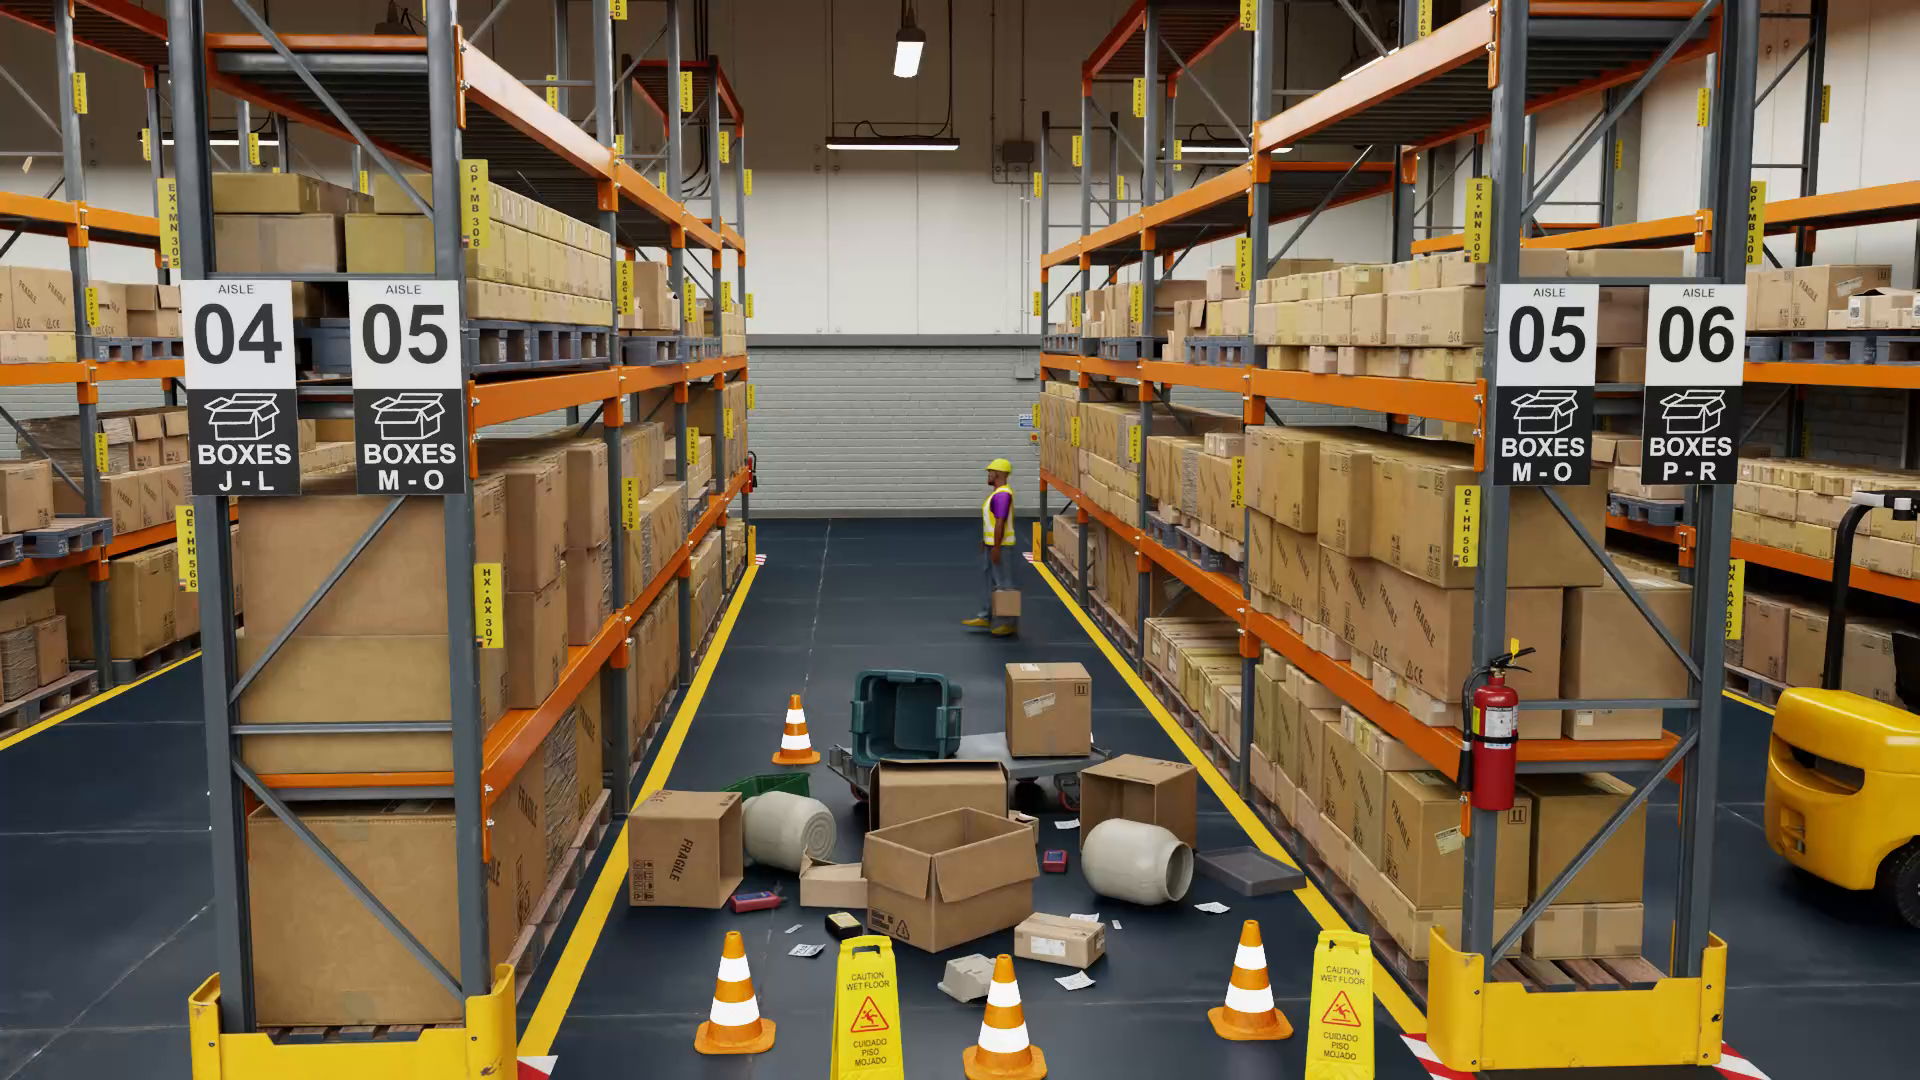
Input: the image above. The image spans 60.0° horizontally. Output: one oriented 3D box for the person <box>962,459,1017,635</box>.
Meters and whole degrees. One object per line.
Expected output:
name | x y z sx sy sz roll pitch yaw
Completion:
person | 0.304 0.055 16.975 0.549 1.765 0.632 0 7 -4
